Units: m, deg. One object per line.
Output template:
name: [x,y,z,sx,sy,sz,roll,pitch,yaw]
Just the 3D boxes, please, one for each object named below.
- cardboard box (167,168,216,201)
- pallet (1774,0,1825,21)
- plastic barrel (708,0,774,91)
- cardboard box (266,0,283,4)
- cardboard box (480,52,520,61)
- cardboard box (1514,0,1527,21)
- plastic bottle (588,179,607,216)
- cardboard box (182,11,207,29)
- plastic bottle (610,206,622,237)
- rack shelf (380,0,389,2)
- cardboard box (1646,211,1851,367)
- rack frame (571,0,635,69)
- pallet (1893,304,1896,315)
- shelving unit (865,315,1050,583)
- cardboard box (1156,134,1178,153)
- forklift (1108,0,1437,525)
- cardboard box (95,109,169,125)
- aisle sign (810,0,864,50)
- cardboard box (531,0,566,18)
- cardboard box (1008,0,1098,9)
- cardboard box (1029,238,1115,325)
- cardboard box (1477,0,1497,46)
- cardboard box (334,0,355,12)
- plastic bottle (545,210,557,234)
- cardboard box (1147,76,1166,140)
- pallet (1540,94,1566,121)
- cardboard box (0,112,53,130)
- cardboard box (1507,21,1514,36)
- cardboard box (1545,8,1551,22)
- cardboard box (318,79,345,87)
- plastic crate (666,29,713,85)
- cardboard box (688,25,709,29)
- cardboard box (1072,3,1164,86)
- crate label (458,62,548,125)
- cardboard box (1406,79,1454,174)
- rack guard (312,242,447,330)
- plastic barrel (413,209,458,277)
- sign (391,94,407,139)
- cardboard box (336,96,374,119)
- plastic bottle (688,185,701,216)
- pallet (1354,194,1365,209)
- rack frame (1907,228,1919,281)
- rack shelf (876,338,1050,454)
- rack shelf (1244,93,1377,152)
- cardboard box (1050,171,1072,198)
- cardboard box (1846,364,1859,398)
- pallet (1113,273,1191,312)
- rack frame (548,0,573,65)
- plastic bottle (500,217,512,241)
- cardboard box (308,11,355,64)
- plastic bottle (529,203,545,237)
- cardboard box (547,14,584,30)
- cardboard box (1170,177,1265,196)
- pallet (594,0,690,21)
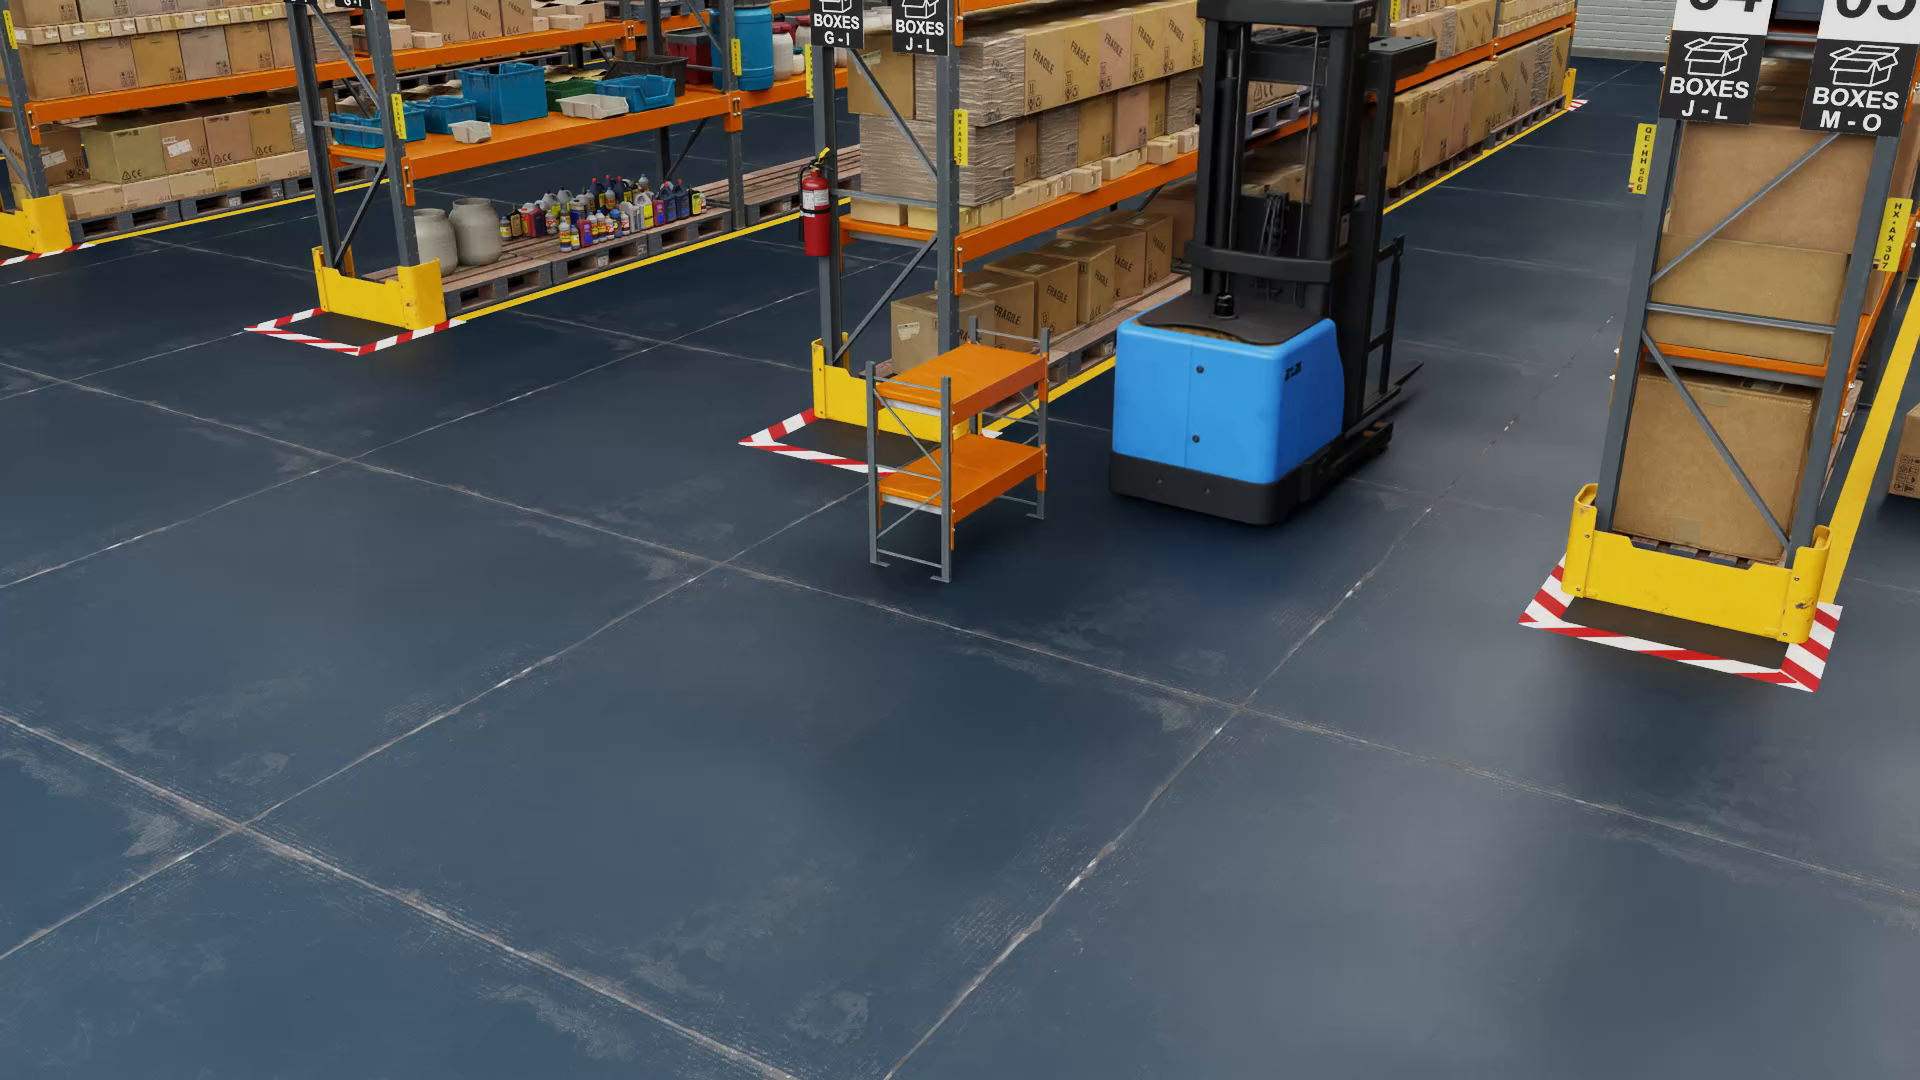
cardboard box: [-7.876,-3.604,16.732,0.500,0.250,0.500,14,27,29]
pallet: [4.084,-2.638,7.904,1.003,0.211,1.213,14,27,29]
plastic barrel: [-2.095,-4.808,15.950,0.600,0.901,0.708,14,27,29]
cardboard box: [-7.257,-5.870,17.274,0.700,0.500,0.500,14,27,29]
cardboard box: [-7.452,-7.946,26.007,0.750,0.750,0.750,15,27,31]
cardboard box: [6.608,-6.511,20.330,0.500,0.250,0.500,14,27,29]
plastic bottle: [-3.434,-3.248,15.758,0.144,0.351,0.185,13,26,27]
cardboard box: [-7.671,-5.150,16.428,0.380,0.149,0.250,14,27,29]
plastic bottle: [-3.105,-2.875,14.997,0.097,0.271,0.097,0,23,0]
rack shelf: [-3.611,-4.883,13.883,1.077,0.370,4.000,14,27,29]
cardboard box: [3.859,-1.253,8.180,0.875,0.550,0.550,14,27,29]
rack frame: [-4.653,-6.900,21.414,1.000,3.000,0.127,14,27,29]
pallet: [6.798,-1.810,13.165,1.003,0.211,1.213,14,27,29]
shelving unit: [0.004,-0.518,9.032,0.538,1.125,1.048,14,27,29]
cardboard box: [1.465,-3.070,12.881,0.380,0.149,0.250,14,27,29]
forklift: [2.108,-1.962,10.093,1.130,2.935,3.031,15,27,31]
cardboard box: [-8.327,-4.059,16.840,0.500,0.500,0.500,14,27,29]
aisle sign: [-0.746,-3.358,9.959,0.394,0.787,0.004,14,27,29]
cardboard box: [-5.289,-6.598,20.828,0.500,0.311,0.500,14,27,28]
cardboard box: [0.671,-3.678,12.212,0.500,0.500,0.500,14,27,29]
cardboard box: [0.850,-1.971,12.646,0.500,0.500,0.500,11,26,24]
cardboard box: [5.857,-6.004,19.218,0.500,0.500,0.500,14,27,29]
cardboard box: [-6.724,-5.757,17.831,0.380,0.149,0.250,14,27,29]
plastic bottle: [-3.725,-2.897,15.135,0.097,0.201,0.097,0,23,0]
cardboard box: [1.068,-3.355,12.725,0.875,0.500,0.500,14,27,29]
pallet: [7.626,-5.957,22.746,1.003,0.211,1.213,14,27,29]
cardboard box: [-11.487,-5.283,20.271,0.500,0.500,0.500,12,26,25]
cardboard box: [6.448,-6.177,20.059,0.380,0.149,0.250,13,27,27]
cardboard box: [7.399,-6.786,21.466,0.380,0.149,0.250,14,27,29]
cardboard box: [-9.199,-6.738,23.632,0.700,0.500,0.500,14,27,30]
plastic crate: [-2.561,-4.768,16.408,0.402,0.464,0.583,14,27,29]
cardboard box: [-3.532,-7.200,23.754,0.500,0.250,0.500,14,27,29]
cardboard box: [1.121,-3.567,11.956,0.500,0.500,0.500,14,27,29]
crate label: [-3.925,-3.855,14.335,0.502,0.435,0.616,14,27,29]
cardboard box: [4.620,-4.569,18.174,1.225,0.875,0.875,14,27,29]
rack guard: [-4.666,-2.050,13.355,1.175,0.500,0.348,14,27,29]
plastic barrel: [-4.384,-2.450,13.737,0.421,0.512,0.421,0,23,0]
sign: [-4.201,-3.171,12.452,0.100,0.325,0.005,14,27,29]
cardboard box: [-6.793,-4.935,19.102,0.500,0.311,0.500,14,27,29]
plastic bottle: [-2.530,-3.235,15.812,0.061,0.283,0.133,15,28,32]
pallet: [3.348,-3.280,16.561,1.003,0.211,1.213,14,27,29]
rack frame: [7.922,-3.750,14.136,1.000,3.000,0.127,14,27,29]
rack shelf: [0.004,-0.787,8.916,0.538,0.278,1.000,14,27,29]
rack shelf: [2.706,-3.818,15.200,1.077,0.370,4.000,14,27,29]
cardboard box: [0.548,-2.477,11.513,0.380,0.149,0.250,14,27,29]
cardboard box: [5.421,-1.420,10.900,0.875,0.875,0.875,14,27,30]
pallet: [1.327,-1.959,13.511,1.003,0.211,1.213,14,27,29]
rack frame: [-6.753,-9.287,26.928,1.000,3.000,0.127,14,27,29]
plastic bottle: [-4.070,-2.791,14.889,0.097,0.201,0.097,0,23,0]
cardboard box: [-6.991,-5.445,17.927,0.700,0.500,0.500,13,27,28]
plastic bottle: [-3.823,-2.885,15.005,0.061,0.283,0.133,14,27,29]
cardboard box: [-4.892,-6.424,20.629,0.380,0.149,0.250,14,27,29]
cardboard box: [2.261,-2.888,14.738,0.700,0.500,0.500,14,27,29]
pallet: [-4.355,-7.056,22.015,1.213,0.211,1.003,14,27,29]
